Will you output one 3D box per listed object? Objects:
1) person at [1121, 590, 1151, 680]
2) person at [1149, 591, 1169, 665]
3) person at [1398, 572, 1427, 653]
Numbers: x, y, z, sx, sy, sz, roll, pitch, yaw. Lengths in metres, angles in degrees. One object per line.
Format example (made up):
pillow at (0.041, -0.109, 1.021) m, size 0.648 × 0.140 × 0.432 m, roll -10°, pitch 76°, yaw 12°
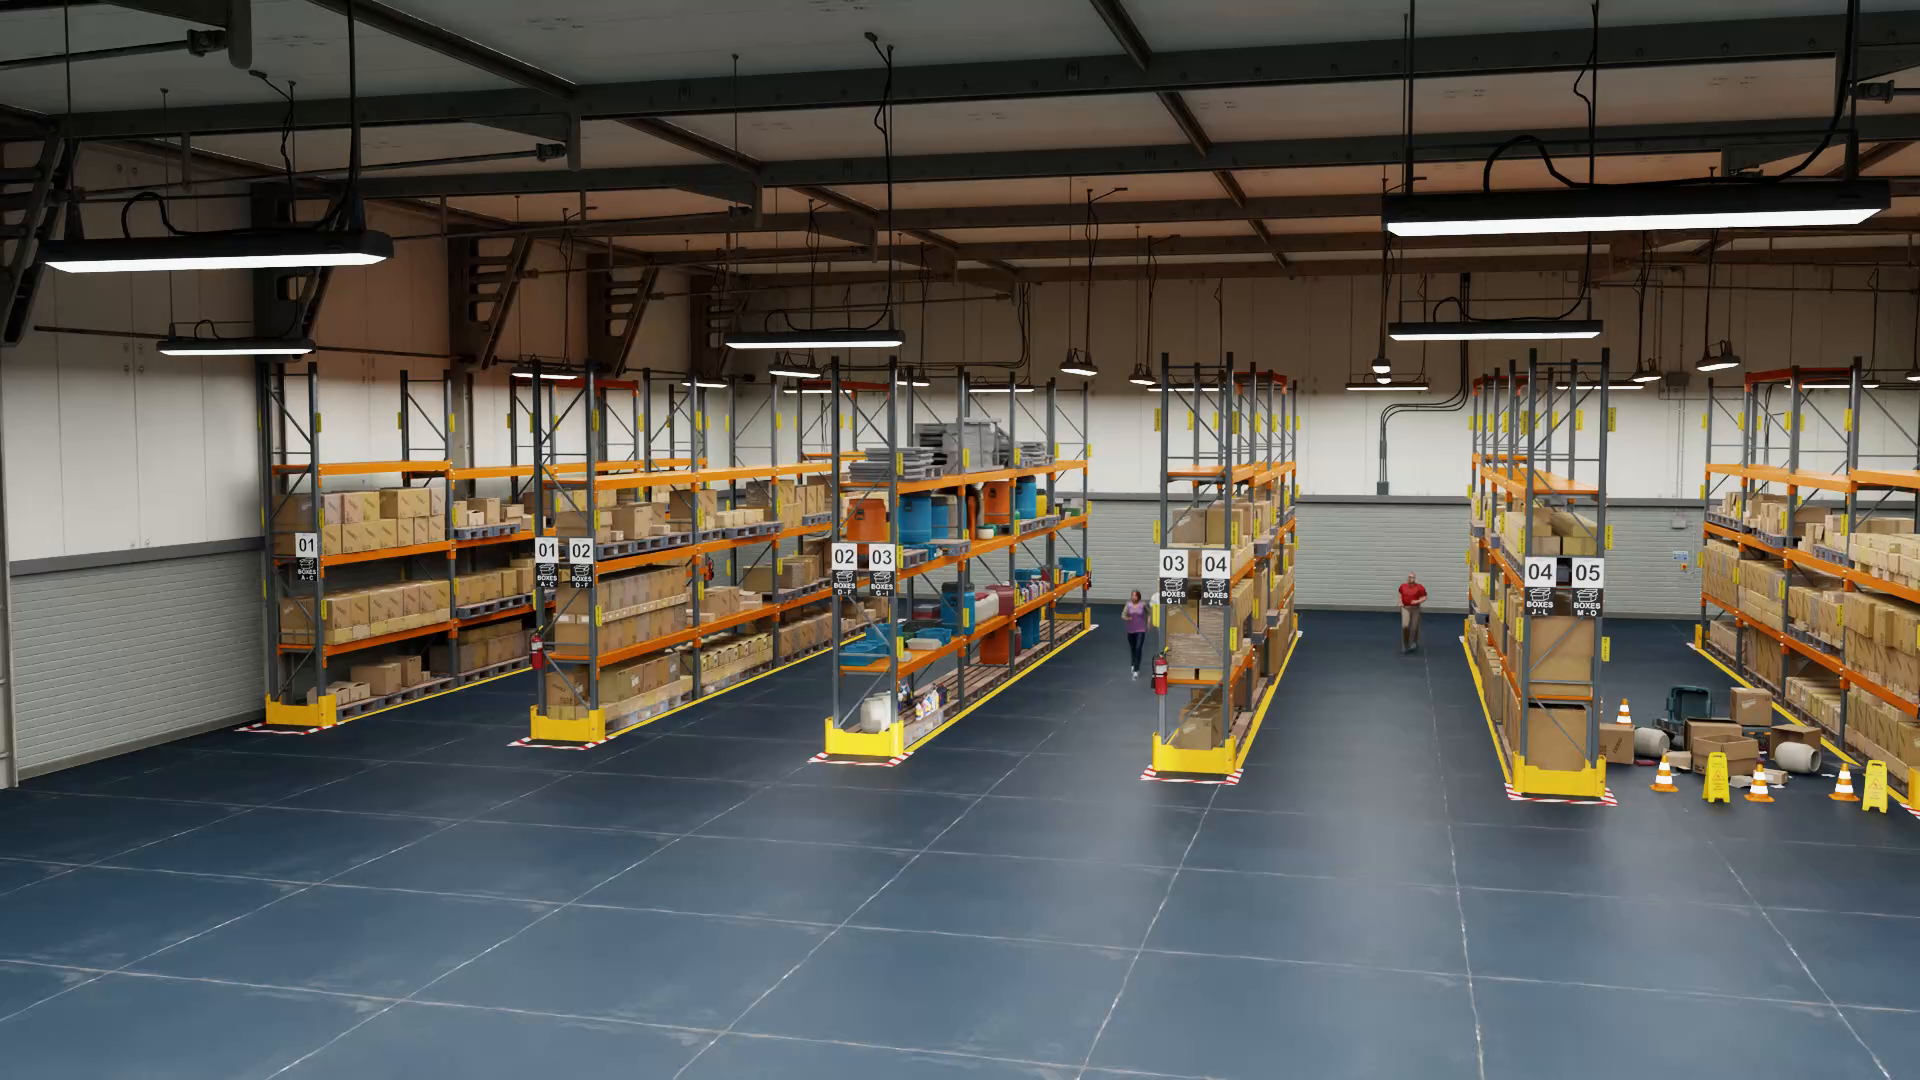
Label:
person at (3.252, 1.729, 30.771) m, size 0.534 × 1.640 × 0.773 m, roll 1°, pitch 4°, yaw 14°
person at (4.248, 1.707, 34.452) m, size 0.638 × 1.839 × 0.853 m, roll 2°, pitch 4°, yaw 21°
person at (9.900, 1.602, 36.423) m, size 0.628 × 1.791 × 0.819 m, roll 1°, pitch 4°, yaw 20°
